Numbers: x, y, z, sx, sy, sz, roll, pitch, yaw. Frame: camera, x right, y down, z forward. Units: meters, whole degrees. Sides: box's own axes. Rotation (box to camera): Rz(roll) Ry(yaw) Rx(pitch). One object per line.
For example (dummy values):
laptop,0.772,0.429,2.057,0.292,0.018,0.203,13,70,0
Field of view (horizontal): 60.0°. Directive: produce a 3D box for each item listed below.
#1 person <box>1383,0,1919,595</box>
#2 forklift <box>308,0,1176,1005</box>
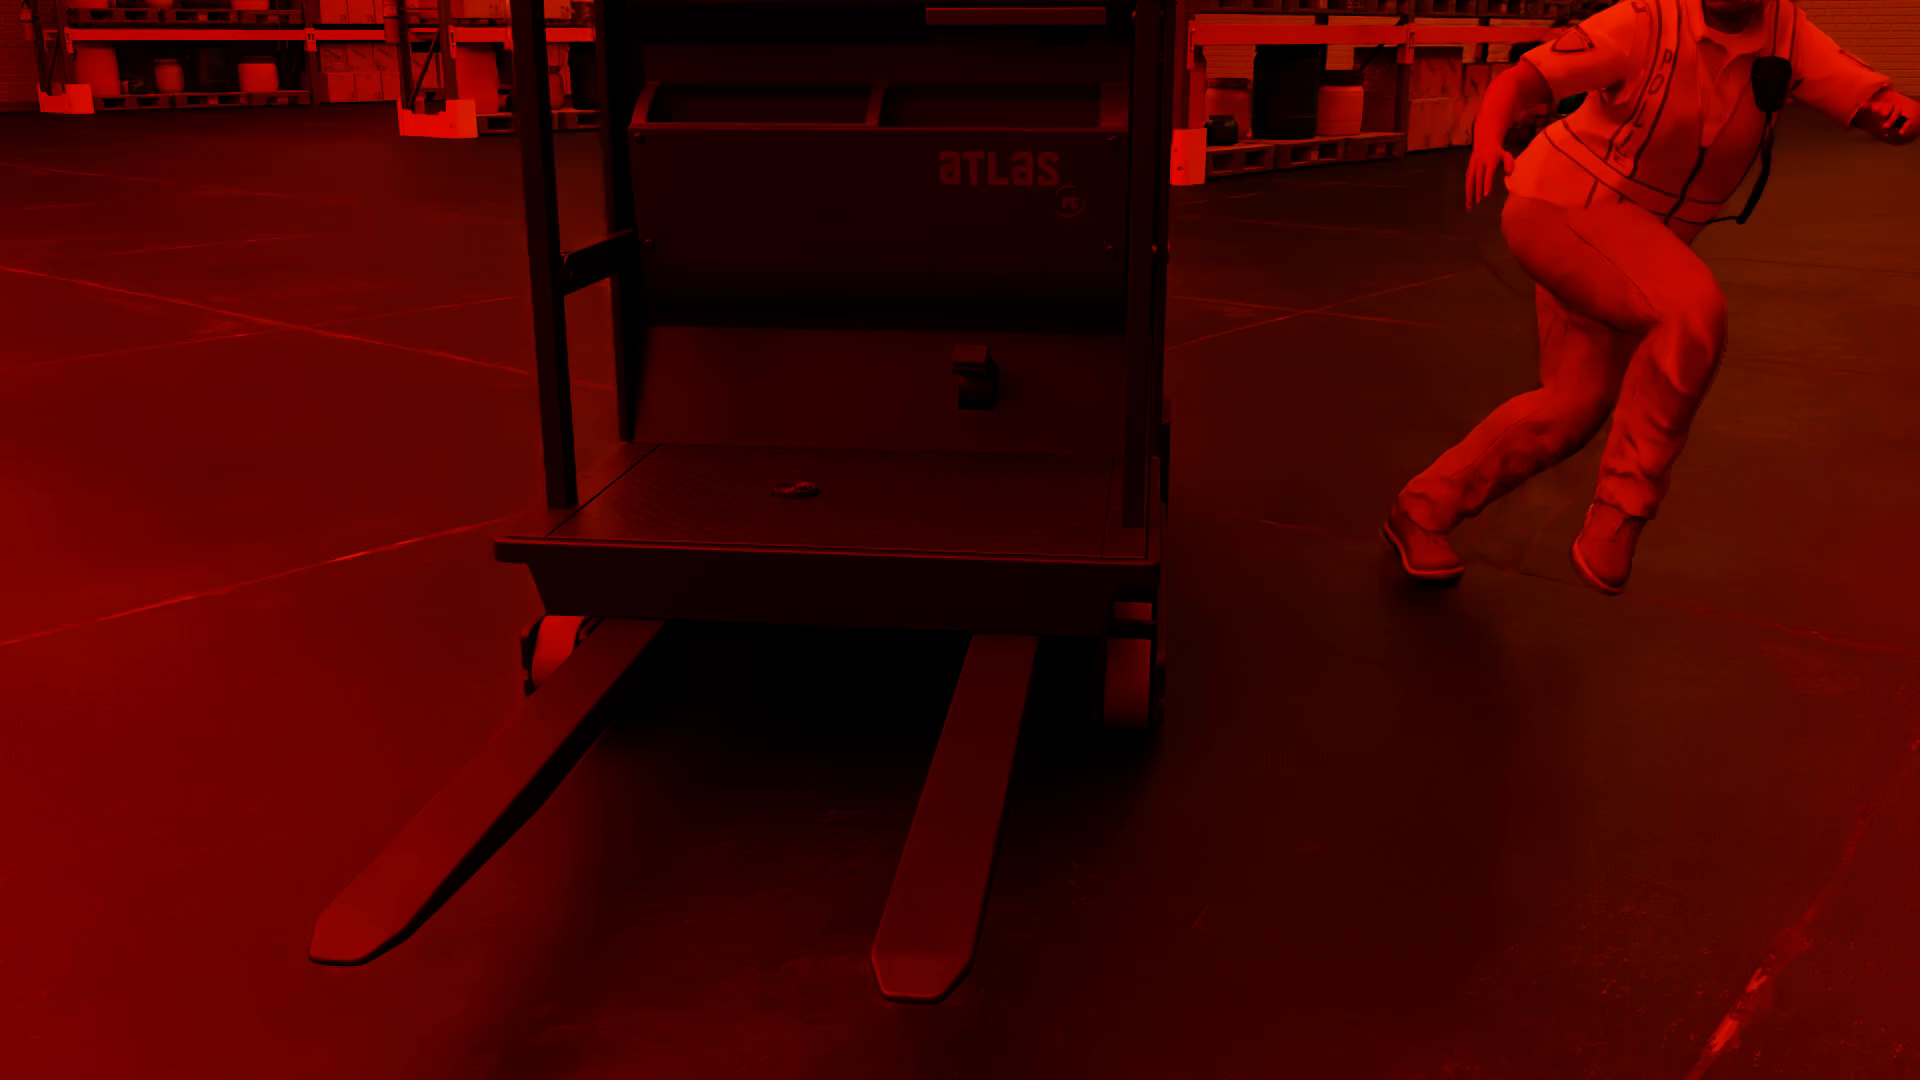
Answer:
person,1.406,-0.596,3.423,0.921,1.434,0.881,-7,18,-23
forklift,-0.172,-1.178,2.776,1.130,2.935,3.031,2,17,6
